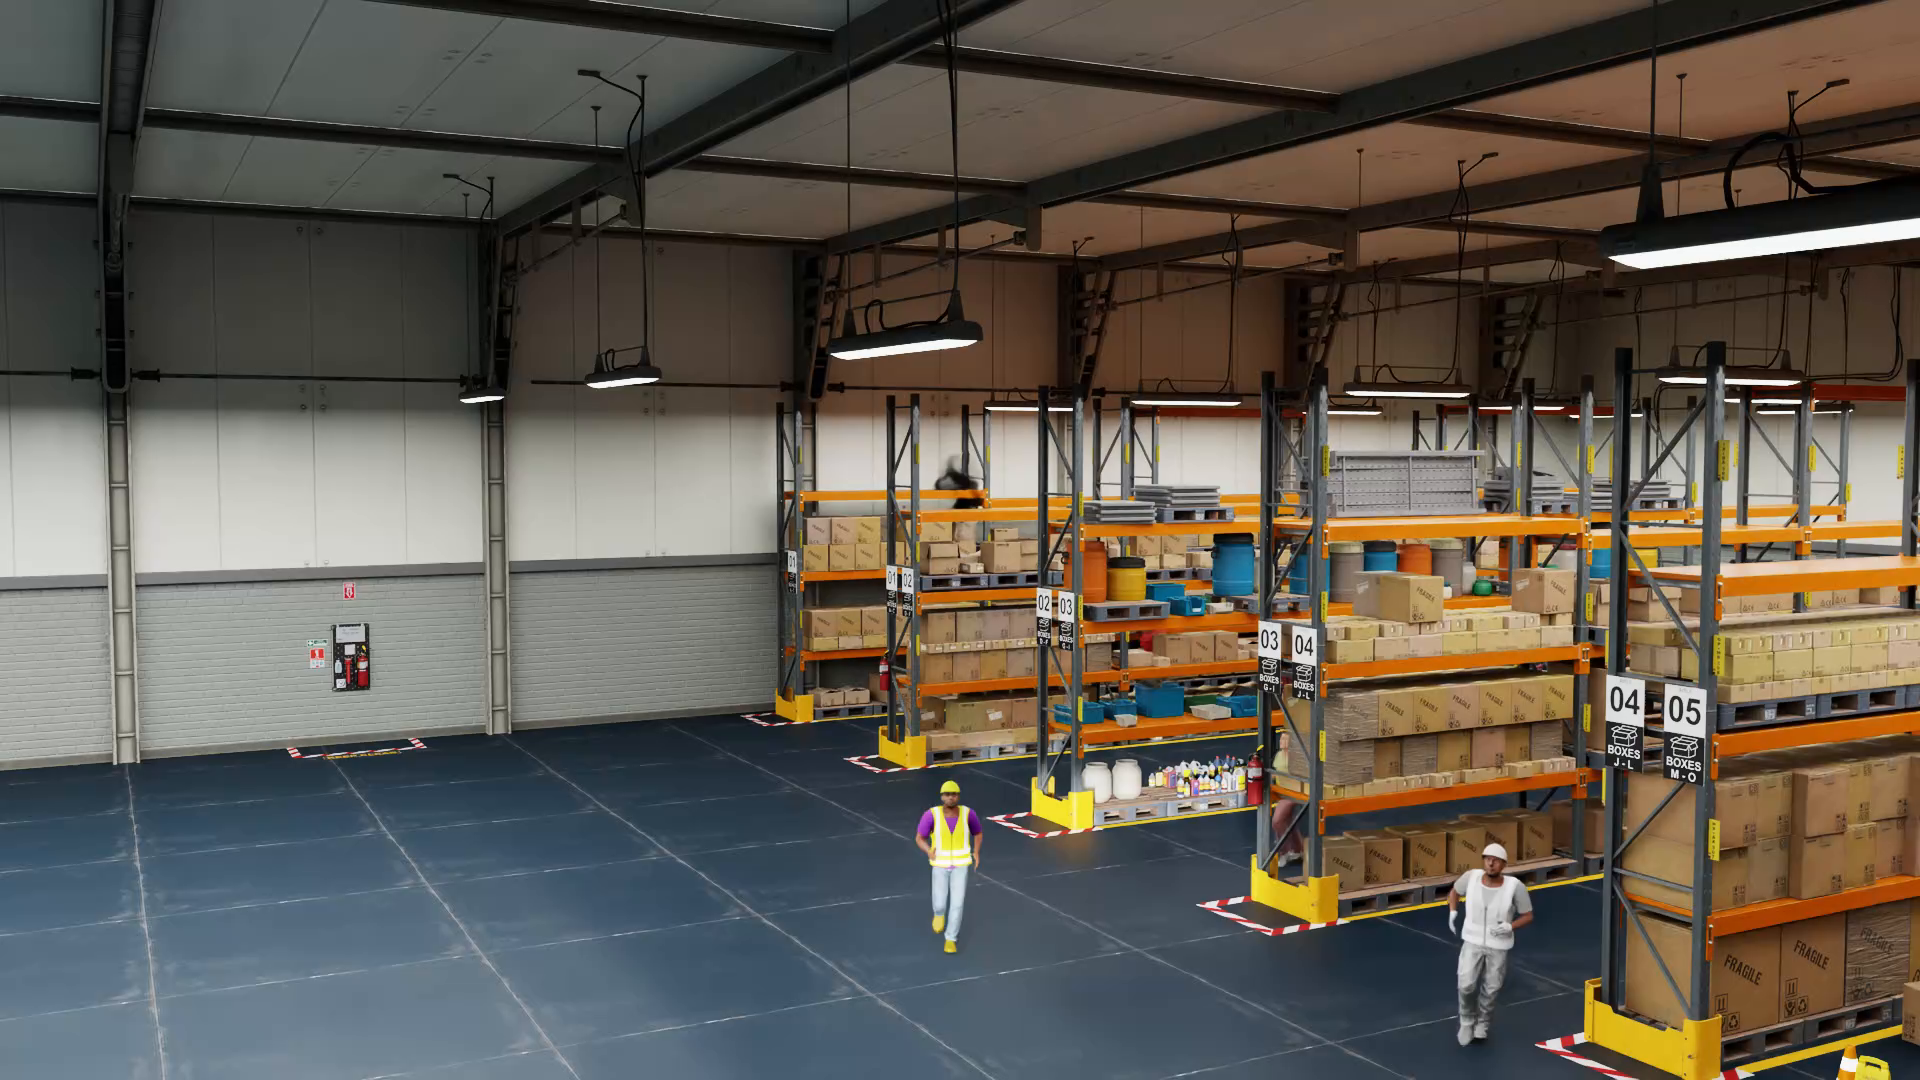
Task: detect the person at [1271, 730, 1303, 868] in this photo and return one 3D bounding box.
[{"bbox_3d":[4.055,3.183,20.511,0.673,1.684,0.580,-2,4,-30],"label":"person"}]

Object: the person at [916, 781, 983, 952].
[{"bbox_3d":[-0.103,3.328,17.132,0.704,1.725,0.668,0,3,-6],"label":"person"}]

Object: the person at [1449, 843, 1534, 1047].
[{"bbox_3d":[4.530,3.480,14.245,0.716,1.782,0.587,2,4,25],"label":"person"}]

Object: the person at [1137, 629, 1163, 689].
[{"bbox_3d":[3.600,2.292,31.597,0.622,1.672,0.659,-2,4,-31],"label":"person"}]
